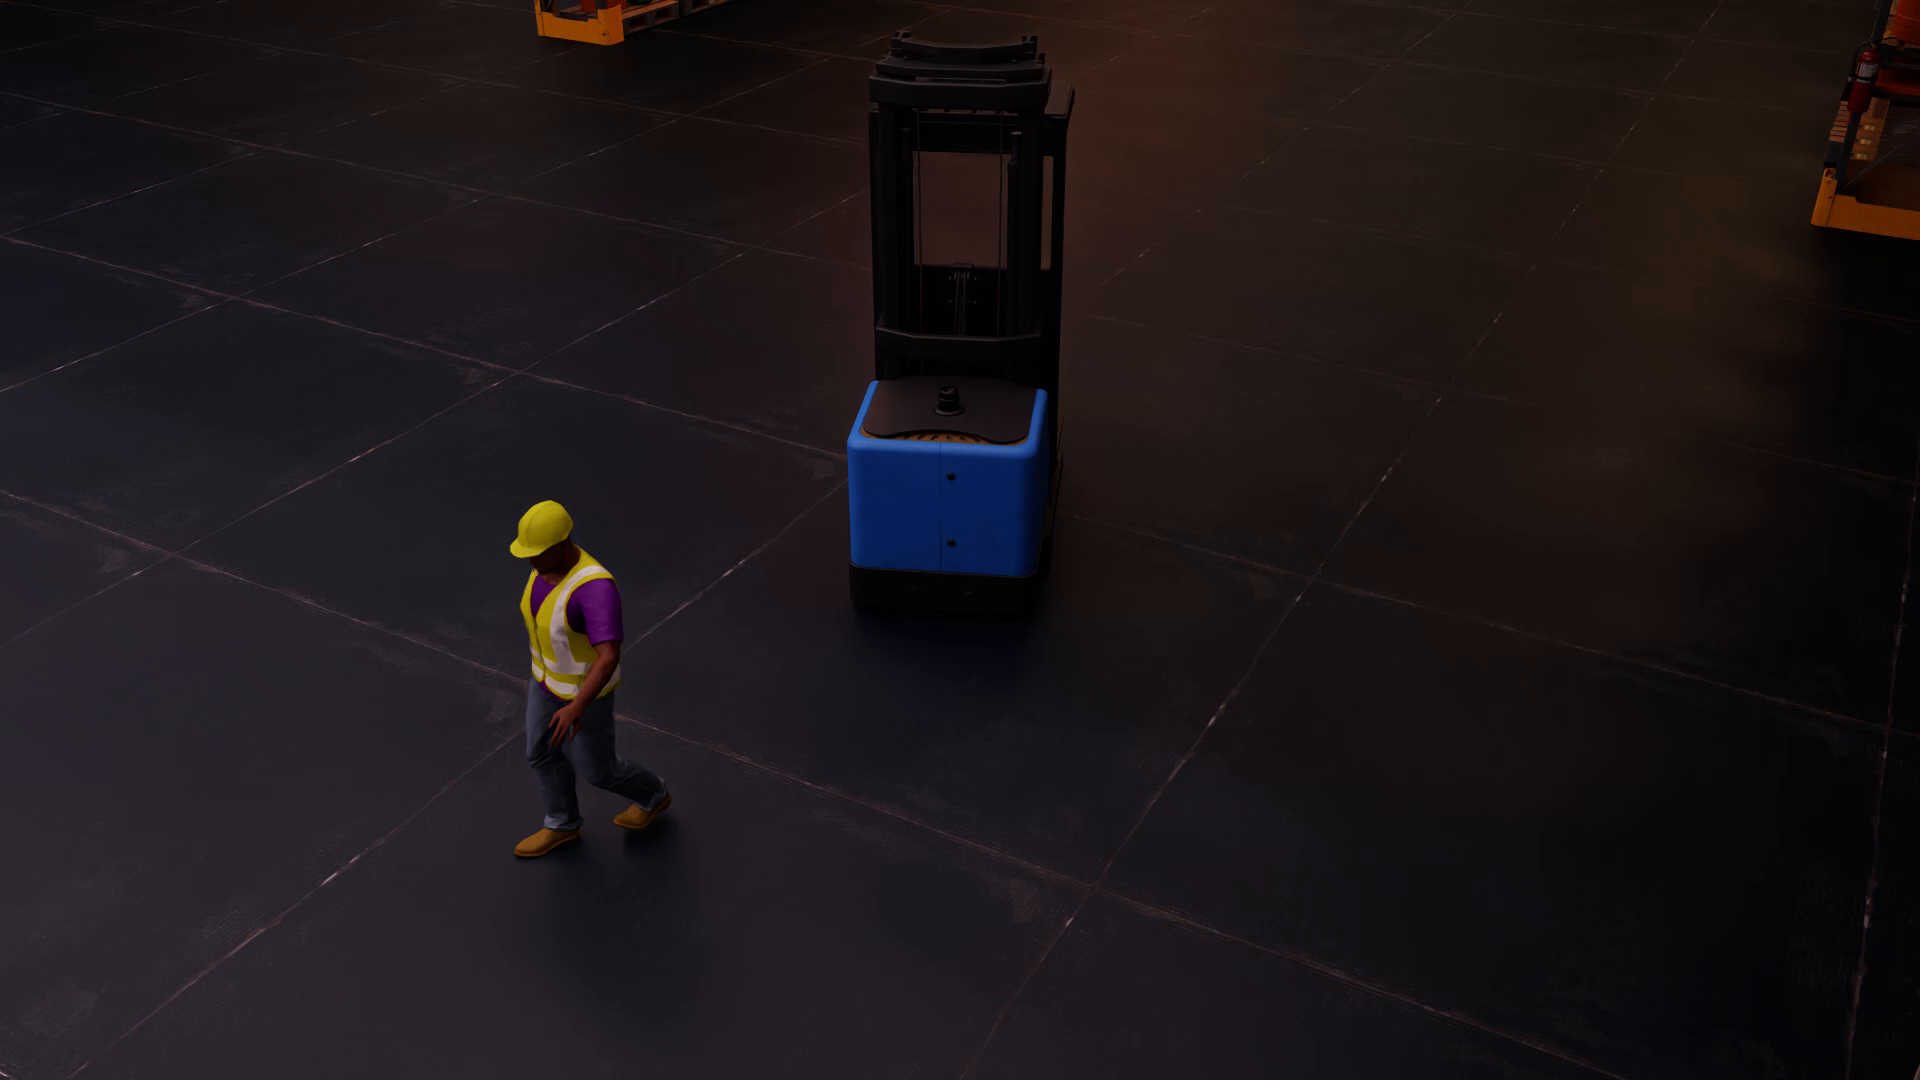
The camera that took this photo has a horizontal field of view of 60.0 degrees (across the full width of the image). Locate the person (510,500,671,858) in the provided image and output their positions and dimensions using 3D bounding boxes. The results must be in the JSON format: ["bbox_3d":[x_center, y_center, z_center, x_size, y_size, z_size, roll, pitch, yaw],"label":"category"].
[{"bbox_3d":[-1.700,0.606,7.210,0.731,1.743,0.968,-26,39,-38],"label":"person"}]

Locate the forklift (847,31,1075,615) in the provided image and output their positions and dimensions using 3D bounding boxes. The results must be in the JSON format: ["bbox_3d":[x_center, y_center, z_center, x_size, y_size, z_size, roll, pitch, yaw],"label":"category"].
[{"bbox_3d":[0.072,-1.572,9.794,1.130,2.935,3.031,3,30,6],"label":"forklift"}]
